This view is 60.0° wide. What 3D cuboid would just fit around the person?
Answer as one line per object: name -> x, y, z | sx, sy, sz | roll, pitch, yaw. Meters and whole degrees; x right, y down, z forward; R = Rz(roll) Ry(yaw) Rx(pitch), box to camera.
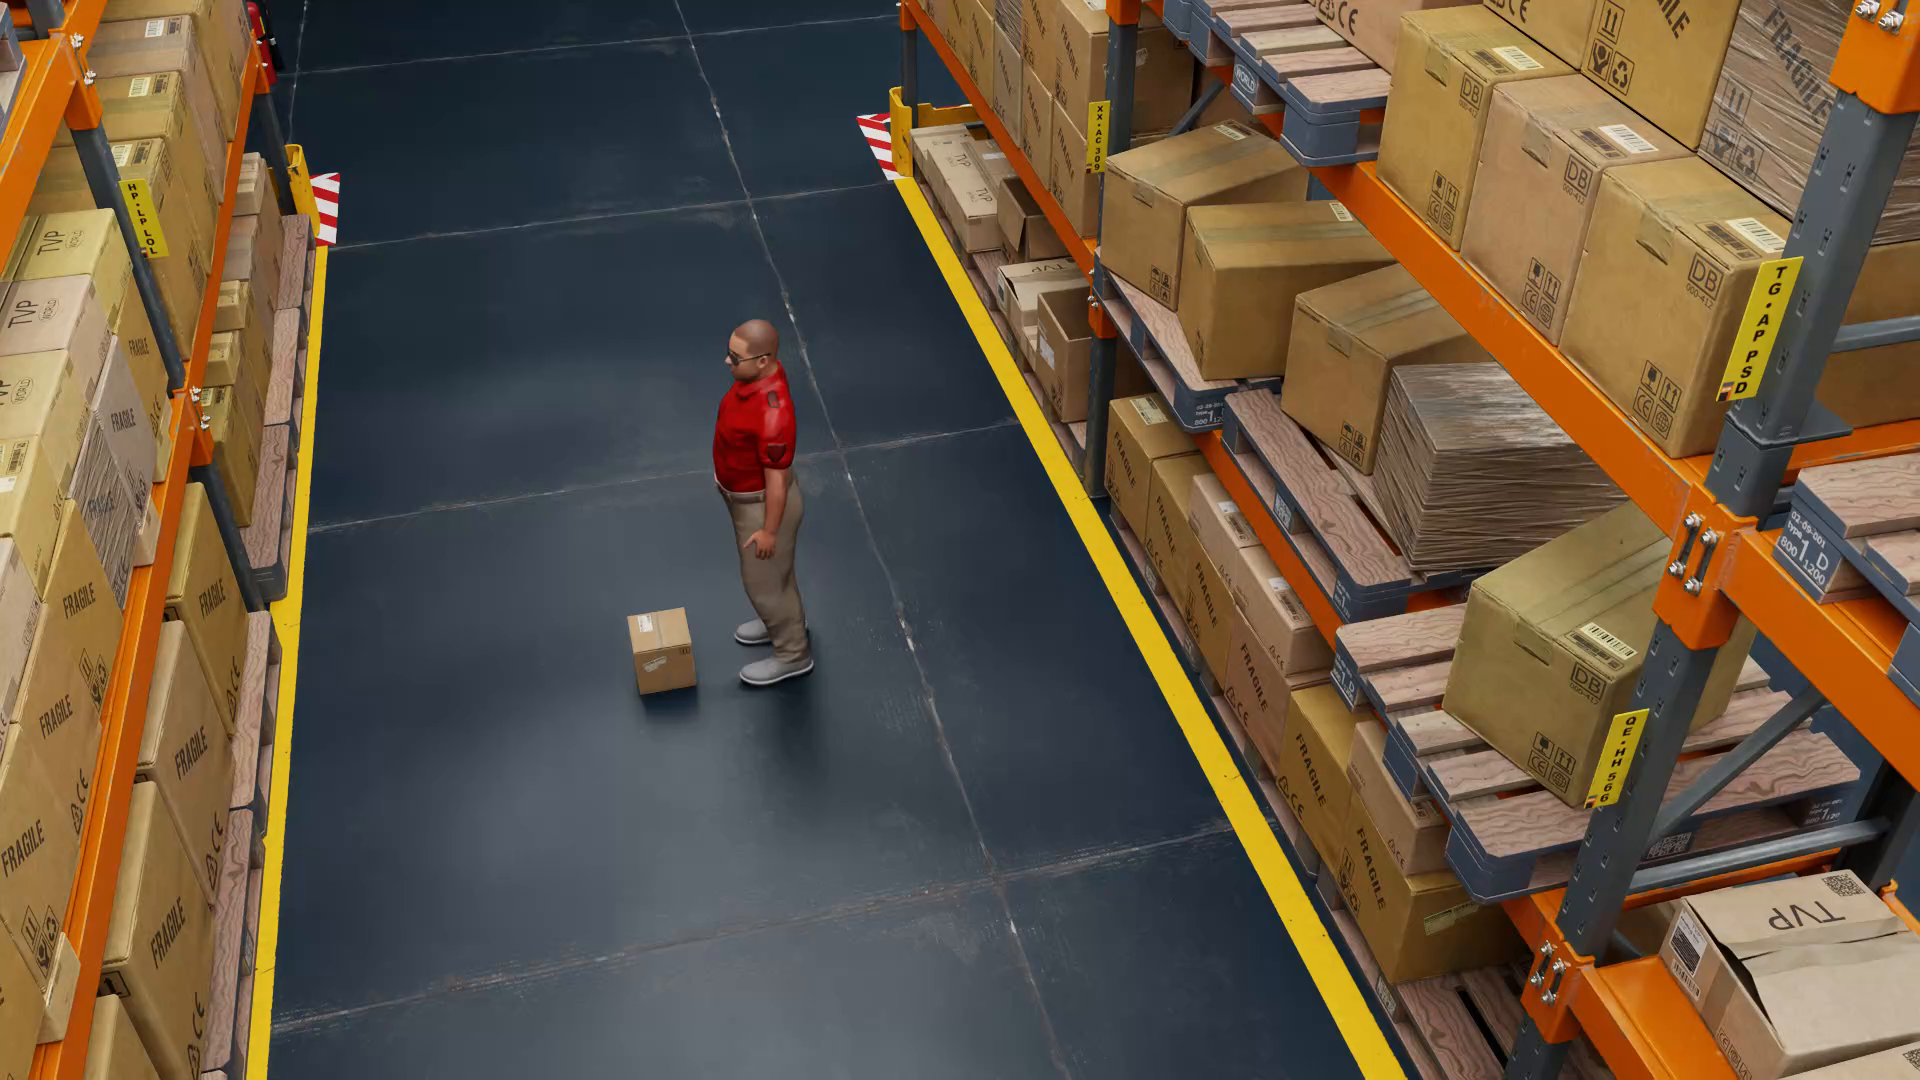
person -> -0.839, -0.117, 6.964 | 0.355, 1.628, 0.527 | -8, 39, -11
